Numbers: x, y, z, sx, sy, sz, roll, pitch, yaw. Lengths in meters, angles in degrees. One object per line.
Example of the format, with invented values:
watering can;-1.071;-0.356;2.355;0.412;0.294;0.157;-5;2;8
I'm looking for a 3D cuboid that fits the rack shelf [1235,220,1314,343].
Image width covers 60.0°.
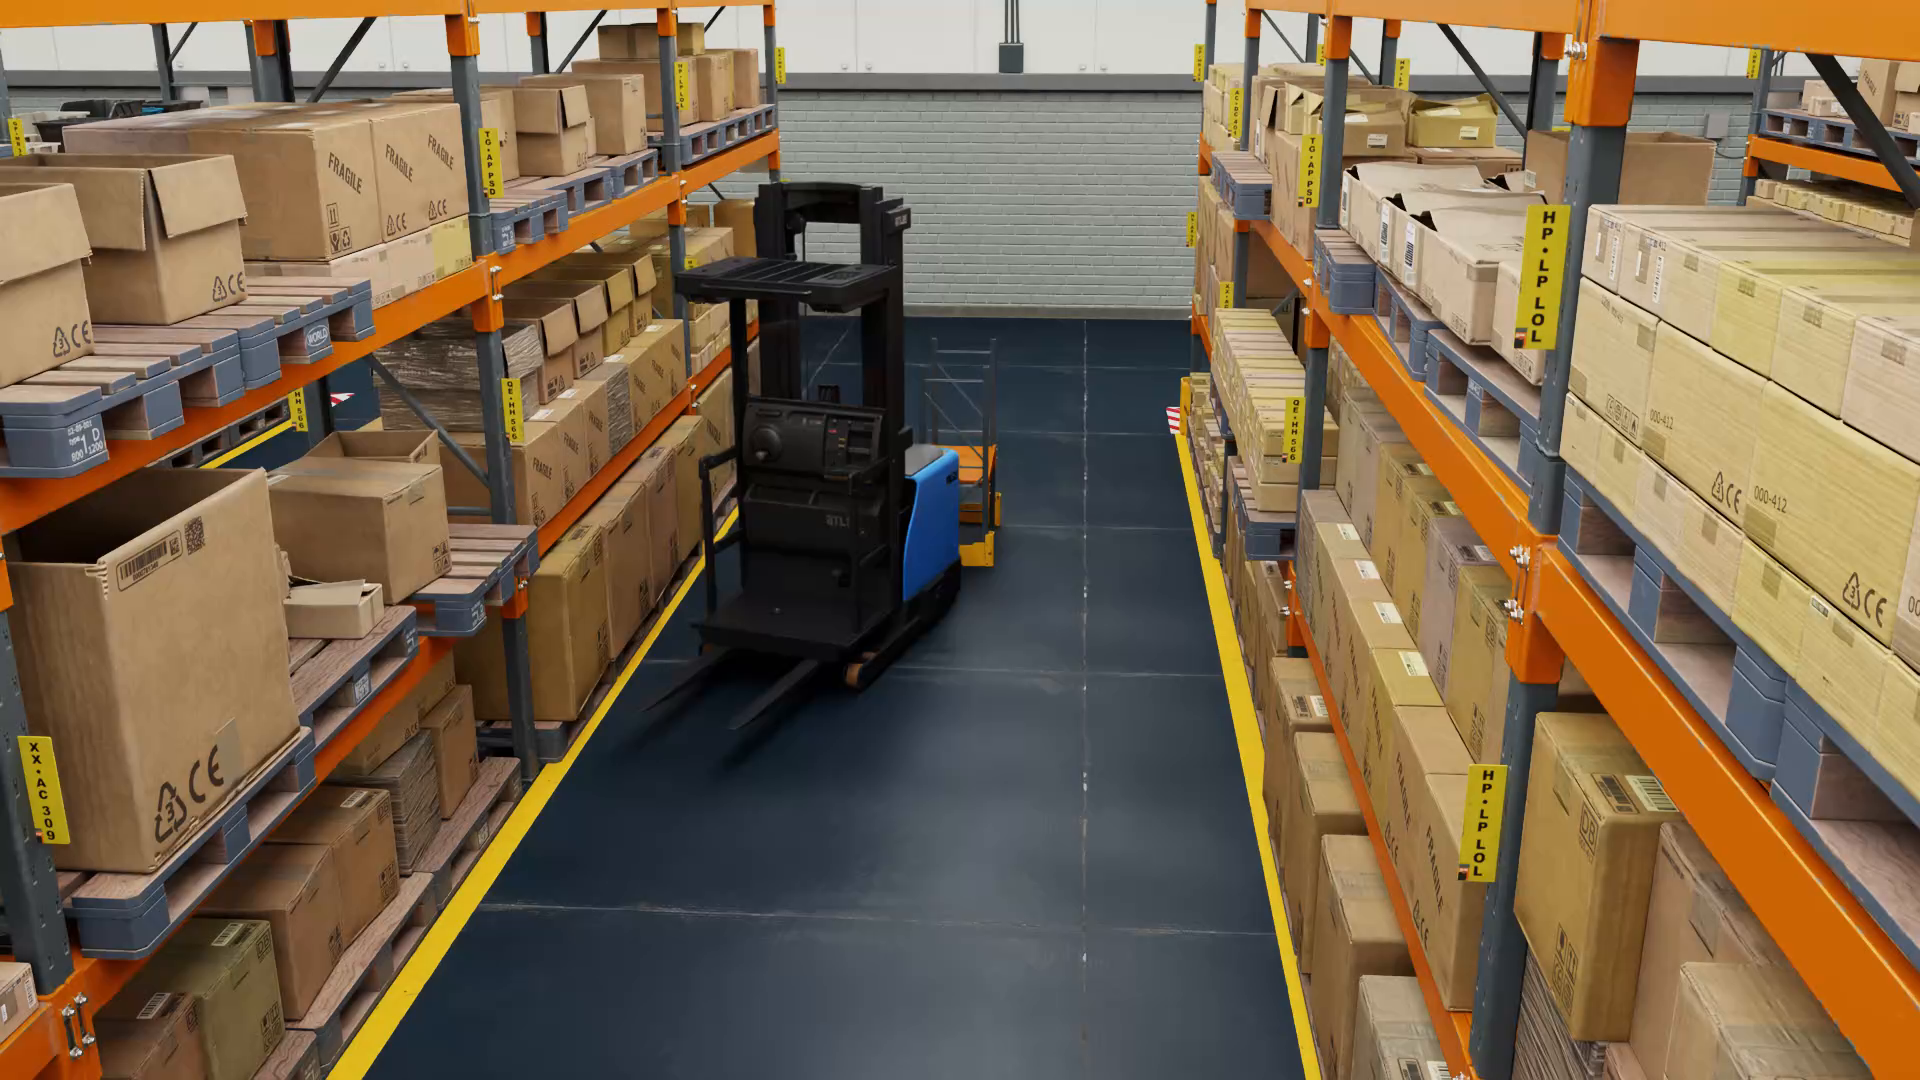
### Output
rack shelf;2.291;-1.710;9.663;1.077;0.370;4.000;1;18;4

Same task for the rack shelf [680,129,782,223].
rack shelf;-2.362;-3.095;13.888;1.077;0.370;4.000;1;18;4

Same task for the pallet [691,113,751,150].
pallet;-2.346;-3.405;13.822;1.003;0.211;1.213;1;18;4

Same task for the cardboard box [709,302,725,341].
cardboard box;-2.170;-1.754;13.223;0.500;0.250;0.500;1;18;4

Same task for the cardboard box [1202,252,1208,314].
cardboard box;2.353;-2.227;14.264;0.500;0.500;0.500;2;18;5

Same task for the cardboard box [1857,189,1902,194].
cardboard box;7.852;-2.887;14.109;0.380;0.149;0.250;2;18;5

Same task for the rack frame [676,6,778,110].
rack frame;-2.218;-5.483;15.205;1.000;3.000;0.127;1;18;4

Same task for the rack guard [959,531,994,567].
rack guard;-0.041;0.060;12.340;0.587;0.250;0.087;1;18;4

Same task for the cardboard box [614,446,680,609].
cardboard box;-2.594;-0.103;11.158;1.225;0.875;0.875;1;18;2

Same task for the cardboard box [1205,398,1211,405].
cardboard box;2.335;-1.134;14.515;0.380;0.149;0.250;2;18;6

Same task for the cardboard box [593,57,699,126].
cardboard box;-2.466;-3.521;13.039;0.700;0.500;0.500;2;18;7

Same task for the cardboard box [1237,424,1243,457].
cardboard box;1.802;-0.567;9.565;0.380;0.149;0.250;0;18;1

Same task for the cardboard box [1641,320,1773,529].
cardboard box;1.512;-0.203;2.837;0.500;0.250;0.500;1;18;3

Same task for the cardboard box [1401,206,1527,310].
cardboard box;1.767;-0.943;5.473;0.500;0.311;0.500;1;18;2

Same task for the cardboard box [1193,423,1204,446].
cardboard box;2.289;-0.942;14.884;0.380;0.149;0.250;2;18;5

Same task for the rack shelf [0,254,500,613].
rack shelf;-2.935;-0.610;6.305;1.077;0.370;4.000;1;18;4

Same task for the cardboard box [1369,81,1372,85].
cardboard box;2.697;-3.114;11.589;0.380;0.149;0.250;1;18;3

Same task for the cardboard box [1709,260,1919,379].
cardboard box;1.443;-0.353;2.654;0.380;0.149;0.250;1;18;3

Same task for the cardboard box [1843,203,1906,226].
cardboard box;7.241;-2.575;13.155;0.380;0.149;0.250;1;18;4

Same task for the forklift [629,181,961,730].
forklift;-0.993;-0.626;10.126;1.130;2.935;3.031;7;19;20

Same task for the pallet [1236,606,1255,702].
pallet;2.296;0.699;10.450;1.003;0.211;1.213;1;18;4

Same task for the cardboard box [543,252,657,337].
cardboard box;-2.543;-1.715;11.570;0.797;0.503;0.637;1;18;2

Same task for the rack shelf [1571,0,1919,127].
rack shelf;1.718;-0.461;1.675;1.077;0.370;4.000;1;18;4

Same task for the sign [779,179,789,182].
sign;-1.678;-3.279;15.871;0.100;0.325;0.005;1;18;4

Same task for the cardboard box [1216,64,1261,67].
cardboard box;2.435;-4.097;14.590;0.380;0.149;0.250;2;18;6

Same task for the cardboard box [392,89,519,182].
cardboard box;-2.846;-2.281;9.415;0.500;0.500;0.500;2;18;7

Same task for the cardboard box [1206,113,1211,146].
cardboard box;2.392;-3.547;14.354;0.500;0.250;0.500;2;18;6

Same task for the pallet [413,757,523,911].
pallet;-2.849;1.420;8.250;1.003;0.211;1.213;1;18;4

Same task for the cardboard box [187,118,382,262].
cardboard box;-2.653;-1.391;6.571;0.500;0.500;0.500;2;18;5

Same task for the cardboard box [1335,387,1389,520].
cardboard box;2.106;-0.389;7.526;0.700;0.500;0.500;1;18;4

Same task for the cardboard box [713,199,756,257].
cardboard box;-1.991;-2.901;15.519;0.500;0.500;0.500;2;18;5

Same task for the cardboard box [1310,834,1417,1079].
cardboard box;1.889;1.612;6.124;1.050;0.750;0.750;1;18;4

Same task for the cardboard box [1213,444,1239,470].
cardboard box;2.190;-0.649;13.036;0.380;0.149;0.250;1;18;3

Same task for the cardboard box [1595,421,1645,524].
cardboard box;1.479;-0.130;3.254;0.380;0.149;0.250;1;18;4

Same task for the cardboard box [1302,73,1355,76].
cardboard box;2.839;-3.521;12.832;0.380;0.149;0.250;2;18;7

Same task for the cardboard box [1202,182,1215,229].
cardboard box;2.395;-2.864;14.601;0.500;0.500;0.500;2;18;6

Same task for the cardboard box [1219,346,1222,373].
cardboard box;1.913;-1.196;11.009;0.380;0.149;0.250;2;18;5

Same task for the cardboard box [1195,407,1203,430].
cardboard box;2.296;-1.080;14.829;0.380;0.149;0.250;2;18;6

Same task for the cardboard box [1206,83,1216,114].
cardboard box;2.394;-3.789;14.290;0.500;0.250;0.500;1;18;3

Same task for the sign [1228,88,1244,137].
sign;1.893;-2.929;11.396;0.100;0.325;0.005;1;18;4

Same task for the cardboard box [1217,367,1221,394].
cardboard box;1.912;-1.052;11.045;0.380;0.149;0.250;1;18;4

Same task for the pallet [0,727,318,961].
pallet;-2.879;0.952;5.509;1.003;0.211;1.213;1;18;4

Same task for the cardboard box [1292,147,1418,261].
cardboard box;1.935;-1.661;8.198;0.500;0.500;0.500;1;18;4

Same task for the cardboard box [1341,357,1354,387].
cardboard box;2.489;-0.993;9.910;0.380;0.149;0.250;1;18;3

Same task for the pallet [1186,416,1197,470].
pallet;2.622;-0.890;15.300;1.003;0.211;1.213;1;18;4

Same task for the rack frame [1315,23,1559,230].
rack frame;2.148;-2.856;7.188;1.000;3.000;0.127;1;18;4

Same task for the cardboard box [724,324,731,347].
cardboard box;-2.080;-1.679;13.635;0.380;0.149;0.250;1;18;3

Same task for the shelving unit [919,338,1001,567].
shelving unit;-0.005;-0.689;12.617;0.587;1.500;1.083;1;18;4

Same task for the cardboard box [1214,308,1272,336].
cardboard box;1.948;-1.499;11.453;0.380;0.149;0.250;2;18;7

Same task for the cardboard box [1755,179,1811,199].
cardboard box;7.364;-3.138;14.874;0.380;0.149;0.250;2;18;5

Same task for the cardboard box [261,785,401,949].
cardboard box;-2.881;1.389;7.176;0.700;0.500;0.500;3;18;9

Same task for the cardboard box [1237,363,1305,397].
cardboard box;1.821;-0.932;9.725;0.380;0.149;0.250;2;18;7

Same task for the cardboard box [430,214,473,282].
cardboard box;-2.581;-1.349;7.645;0.500;0.250;0.500;1;18;4

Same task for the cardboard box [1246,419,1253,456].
cardboard box;1.763;-0.555;9.052;0.380;0.149;0.250;2;18;5

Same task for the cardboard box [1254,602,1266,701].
cardboard box;1.975;0.611;9.580;0.500;0.500;0.500;2;18;6

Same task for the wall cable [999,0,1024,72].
wall cable;1.625;-8.691;19.828;2.277;5.999;0.120;1;18;4

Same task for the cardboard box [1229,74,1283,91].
cardboard box;2.251;-3.456;12.634;0.380;0.149;0.250;1;18;2
